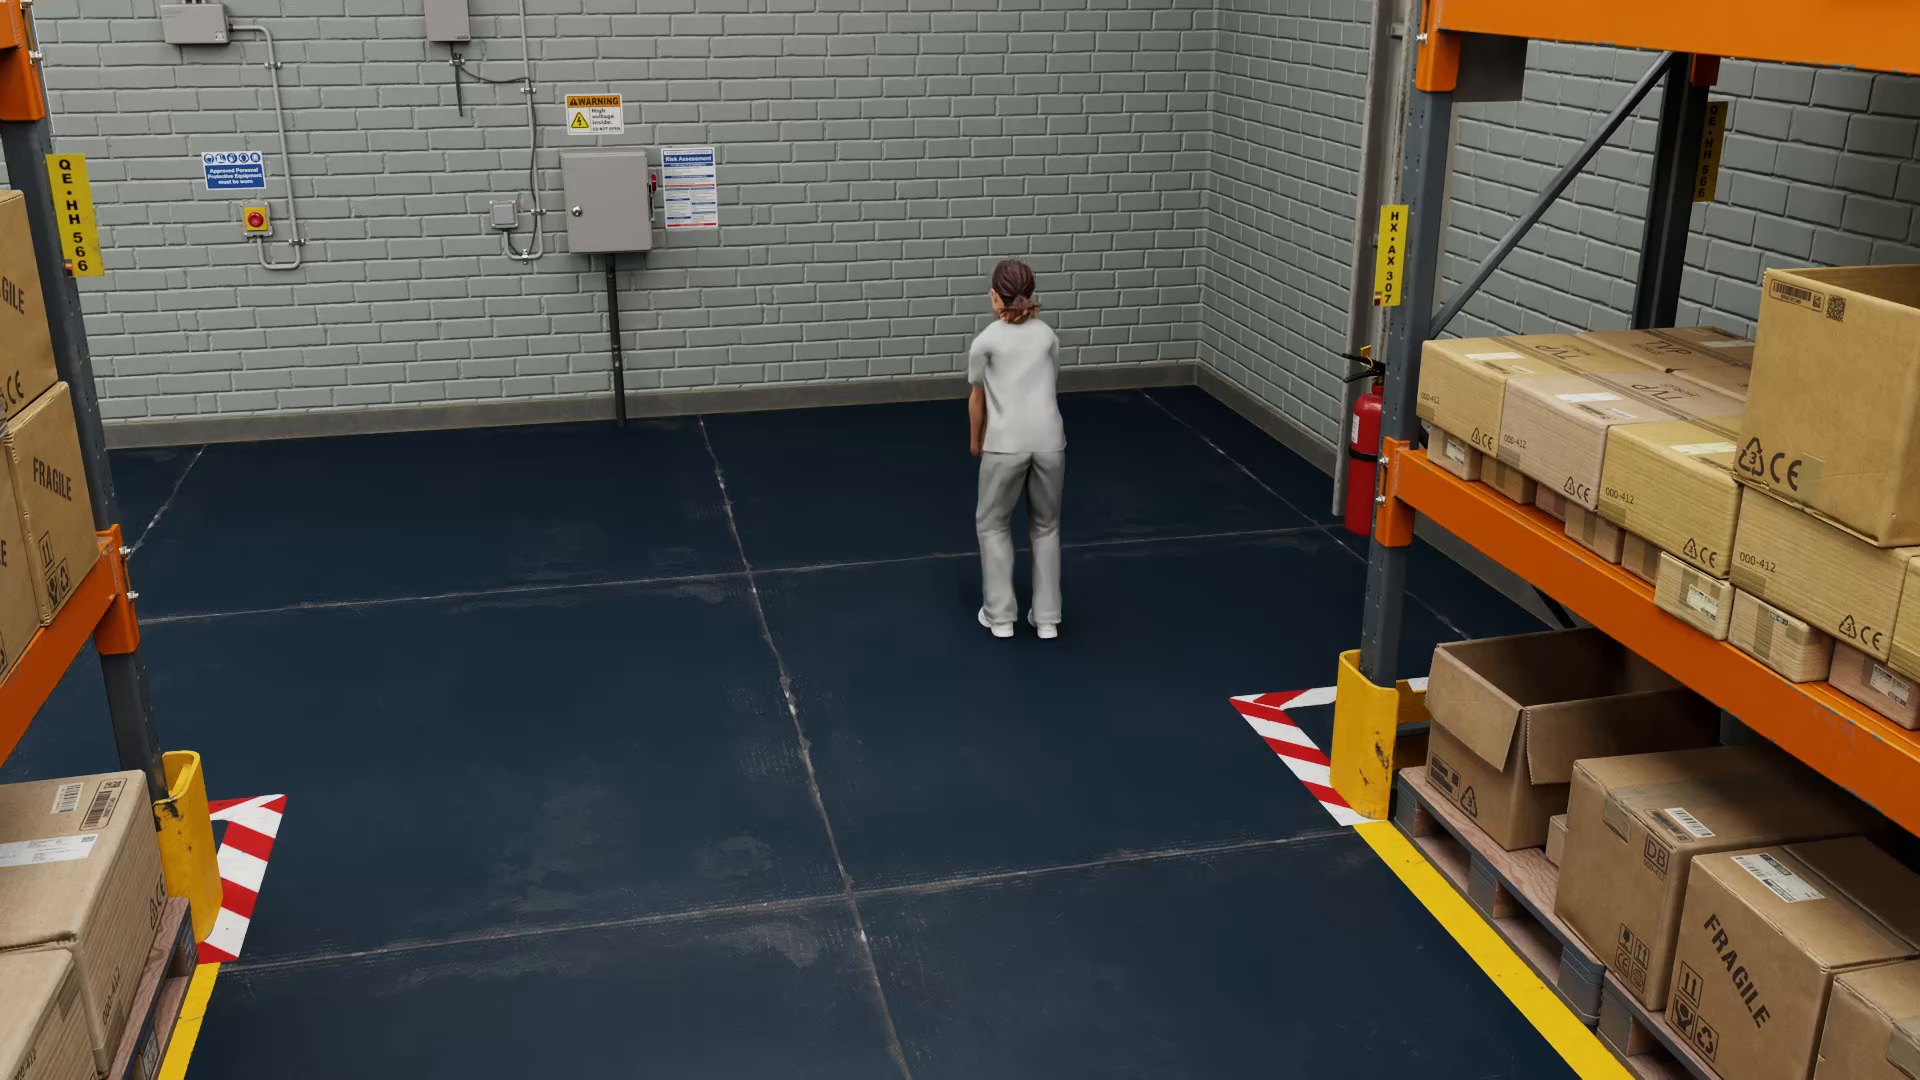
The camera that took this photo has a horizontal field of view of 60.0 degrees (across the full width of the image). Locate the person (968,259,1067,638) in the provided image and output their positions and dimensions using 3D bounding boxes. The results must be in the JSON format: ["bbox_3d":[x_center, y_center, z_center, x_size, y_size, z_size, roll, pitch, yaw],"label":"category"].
[{"bbox_3d":[0.235,-0.390,7.219,0.408,1.644,0.528,-5,20,-13],"label":"person"}]
